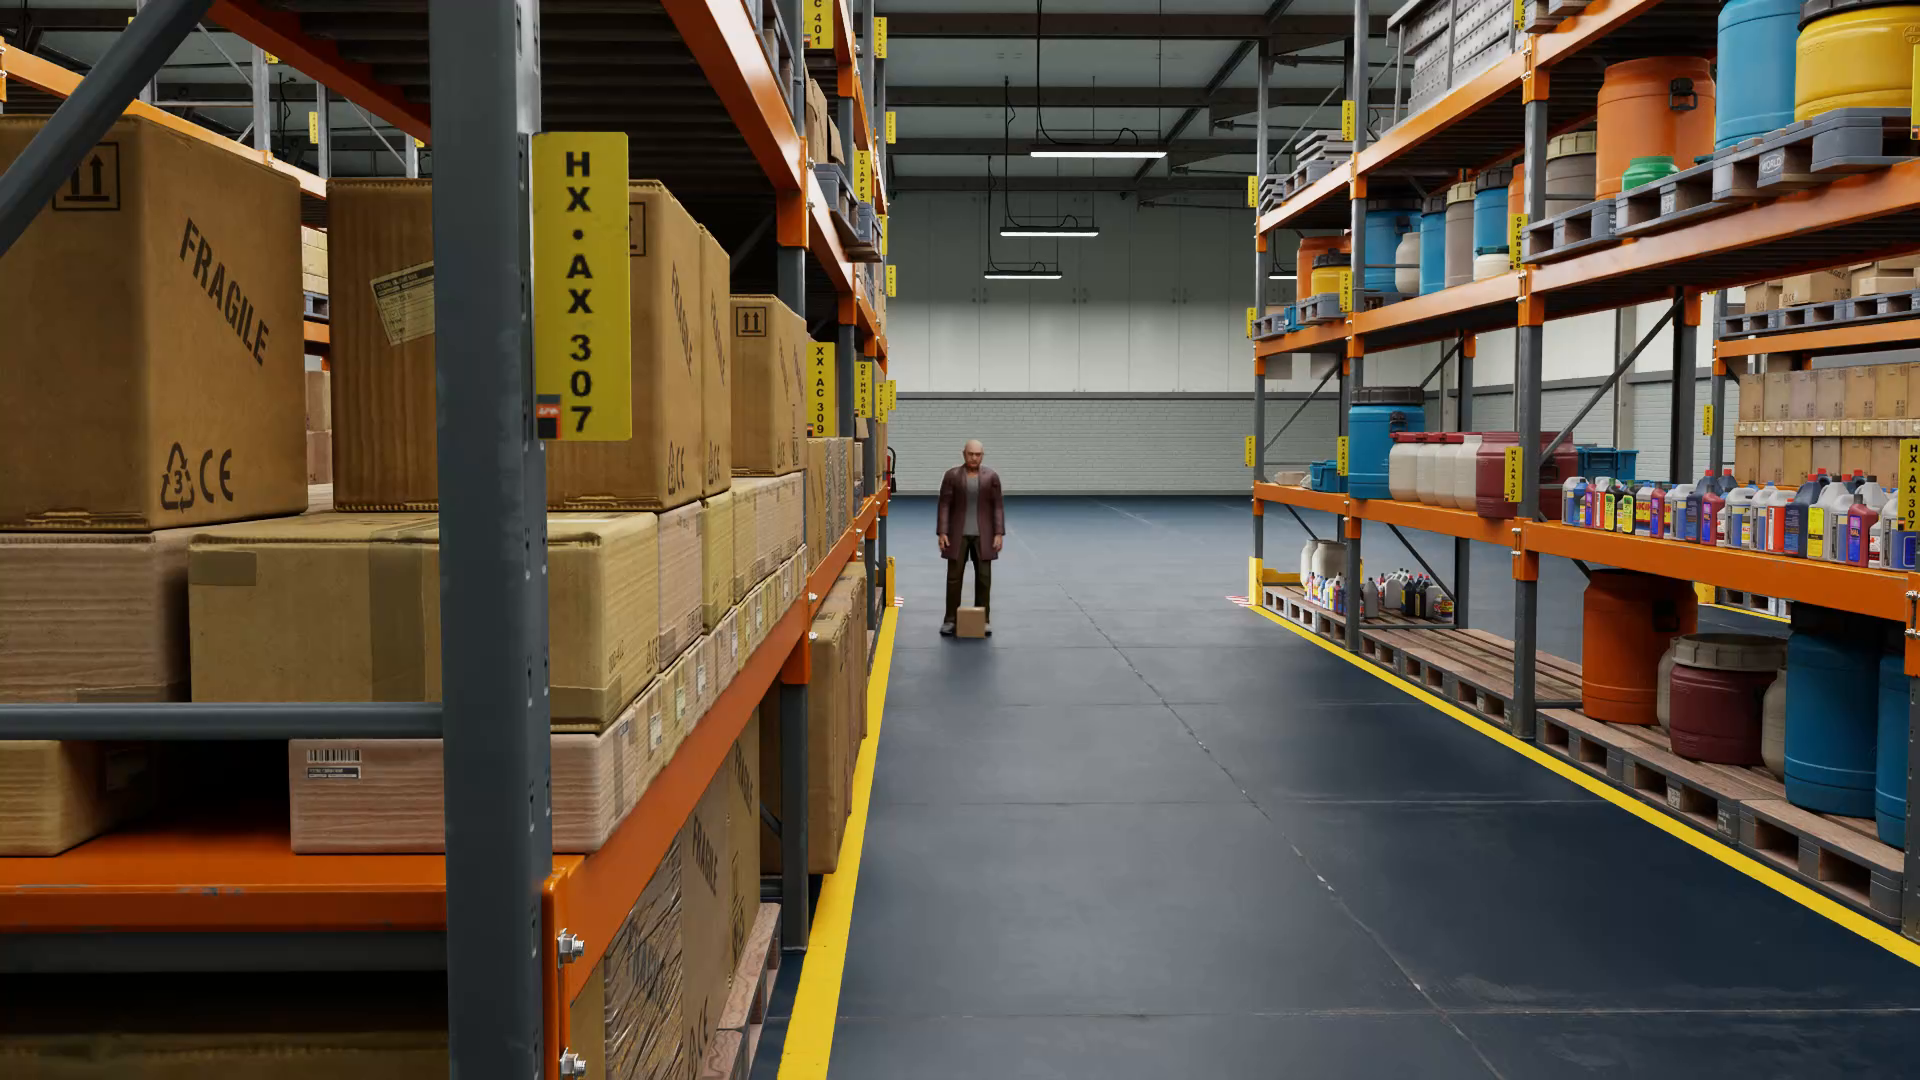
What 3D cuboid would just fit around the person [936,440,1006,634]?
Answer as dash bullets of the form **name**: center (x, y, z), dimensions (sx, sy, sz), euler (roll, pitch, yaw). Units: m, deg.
- **person**: center (0.099, -0.032, 15.214), dimensions (0.642, 1.772, 0.428), euler (0, 4, -3)
